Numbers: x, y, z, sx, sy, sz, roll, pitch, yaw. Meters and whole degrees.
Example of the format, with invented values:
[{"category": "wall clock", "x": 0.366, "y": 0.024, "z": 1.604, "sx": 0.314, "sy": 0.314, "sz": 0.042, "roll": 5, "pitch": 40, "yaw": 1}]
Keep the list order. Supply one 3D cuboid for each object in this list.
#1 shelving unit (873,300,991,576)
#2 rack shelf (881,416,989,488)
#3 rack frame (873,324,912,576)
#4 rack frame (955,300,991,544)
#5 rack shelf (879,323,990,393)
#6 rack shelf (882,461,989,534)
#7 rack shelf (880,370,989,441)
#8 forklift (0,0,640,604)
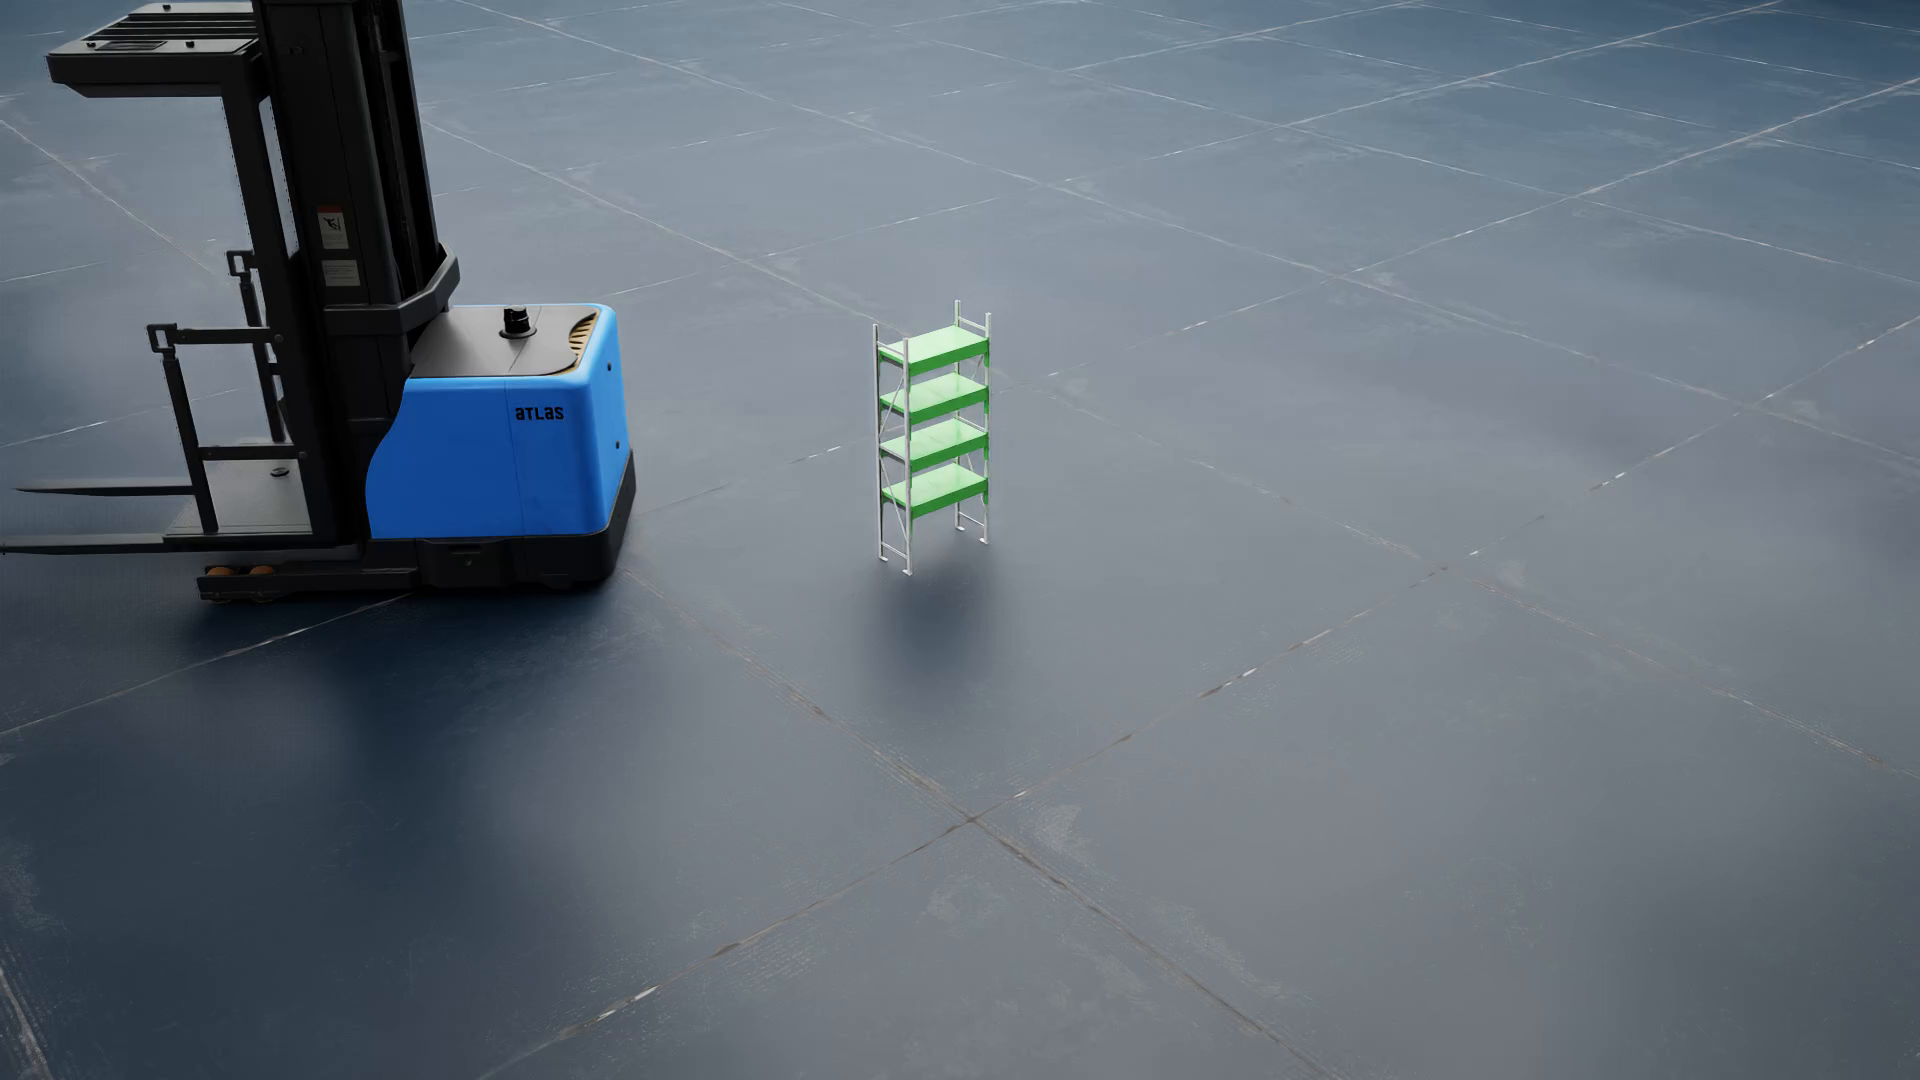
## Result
[{"category": "shelving unit", "x": -0.126, "y": -0.479, "z": 7.872, "sx": 0.503, "sy": 1.200, "sz": 0.258, "roll": -22, "pitch": 35, "yaw": -35}, {"category": "rack shelf", "x": -0.126, "y": -0.422, "z": 7.903, "sx": 0.480, "sy": 0.148, "sz": 0.258, "roll": -22, "pitch": 35, "yaw": -35}, {"category": "rack frame", "x": -0.312, "y": -0.404, "z": 7.733, "sx": 0.015, "sy": 1.200, "sz": 0.240, "roll": -22, "pitch": 35, "yaw": -35}, {"category": "rack frame", "x": 0.060, "y": -0.553, "z": 8.012, "sx": 0.015, "sy": 1.200, "sz": 0.240, "roll": -22, "pitch": 35, "yaw": -35}, {"category": "rack shelf", "x": -0.126, "y": -0.846, "z": 7.676, "sx": 0.480, "sy": 0.148, "sz": 0.258, "roll": -22, "pitch": 35, "yaw": -35}, {"category": "rack shelf", "x": -0.126, "y": -0.211, "z": 8.016, "sx": 0.480, "sy": 0.148, "sz": 0.258, "roll": -22, "pitch": 35, "yaw": -35}, {"category": "rack shelf", "x": -0.126, "y": -0.634, "z": 7.789, "sx": 0.480, "sy": 0.148, "sz": 0.258, "roll": -22, "pitch": 35, "yaw": -35}, {"category": "forklift", "x": -3.146, "y": -1.254, "z": 7.488, "sx": 3.031, "sy": 2.935, "sz": 1.130, "roll": -1, "pitch": 28, "yaw": -2}]
